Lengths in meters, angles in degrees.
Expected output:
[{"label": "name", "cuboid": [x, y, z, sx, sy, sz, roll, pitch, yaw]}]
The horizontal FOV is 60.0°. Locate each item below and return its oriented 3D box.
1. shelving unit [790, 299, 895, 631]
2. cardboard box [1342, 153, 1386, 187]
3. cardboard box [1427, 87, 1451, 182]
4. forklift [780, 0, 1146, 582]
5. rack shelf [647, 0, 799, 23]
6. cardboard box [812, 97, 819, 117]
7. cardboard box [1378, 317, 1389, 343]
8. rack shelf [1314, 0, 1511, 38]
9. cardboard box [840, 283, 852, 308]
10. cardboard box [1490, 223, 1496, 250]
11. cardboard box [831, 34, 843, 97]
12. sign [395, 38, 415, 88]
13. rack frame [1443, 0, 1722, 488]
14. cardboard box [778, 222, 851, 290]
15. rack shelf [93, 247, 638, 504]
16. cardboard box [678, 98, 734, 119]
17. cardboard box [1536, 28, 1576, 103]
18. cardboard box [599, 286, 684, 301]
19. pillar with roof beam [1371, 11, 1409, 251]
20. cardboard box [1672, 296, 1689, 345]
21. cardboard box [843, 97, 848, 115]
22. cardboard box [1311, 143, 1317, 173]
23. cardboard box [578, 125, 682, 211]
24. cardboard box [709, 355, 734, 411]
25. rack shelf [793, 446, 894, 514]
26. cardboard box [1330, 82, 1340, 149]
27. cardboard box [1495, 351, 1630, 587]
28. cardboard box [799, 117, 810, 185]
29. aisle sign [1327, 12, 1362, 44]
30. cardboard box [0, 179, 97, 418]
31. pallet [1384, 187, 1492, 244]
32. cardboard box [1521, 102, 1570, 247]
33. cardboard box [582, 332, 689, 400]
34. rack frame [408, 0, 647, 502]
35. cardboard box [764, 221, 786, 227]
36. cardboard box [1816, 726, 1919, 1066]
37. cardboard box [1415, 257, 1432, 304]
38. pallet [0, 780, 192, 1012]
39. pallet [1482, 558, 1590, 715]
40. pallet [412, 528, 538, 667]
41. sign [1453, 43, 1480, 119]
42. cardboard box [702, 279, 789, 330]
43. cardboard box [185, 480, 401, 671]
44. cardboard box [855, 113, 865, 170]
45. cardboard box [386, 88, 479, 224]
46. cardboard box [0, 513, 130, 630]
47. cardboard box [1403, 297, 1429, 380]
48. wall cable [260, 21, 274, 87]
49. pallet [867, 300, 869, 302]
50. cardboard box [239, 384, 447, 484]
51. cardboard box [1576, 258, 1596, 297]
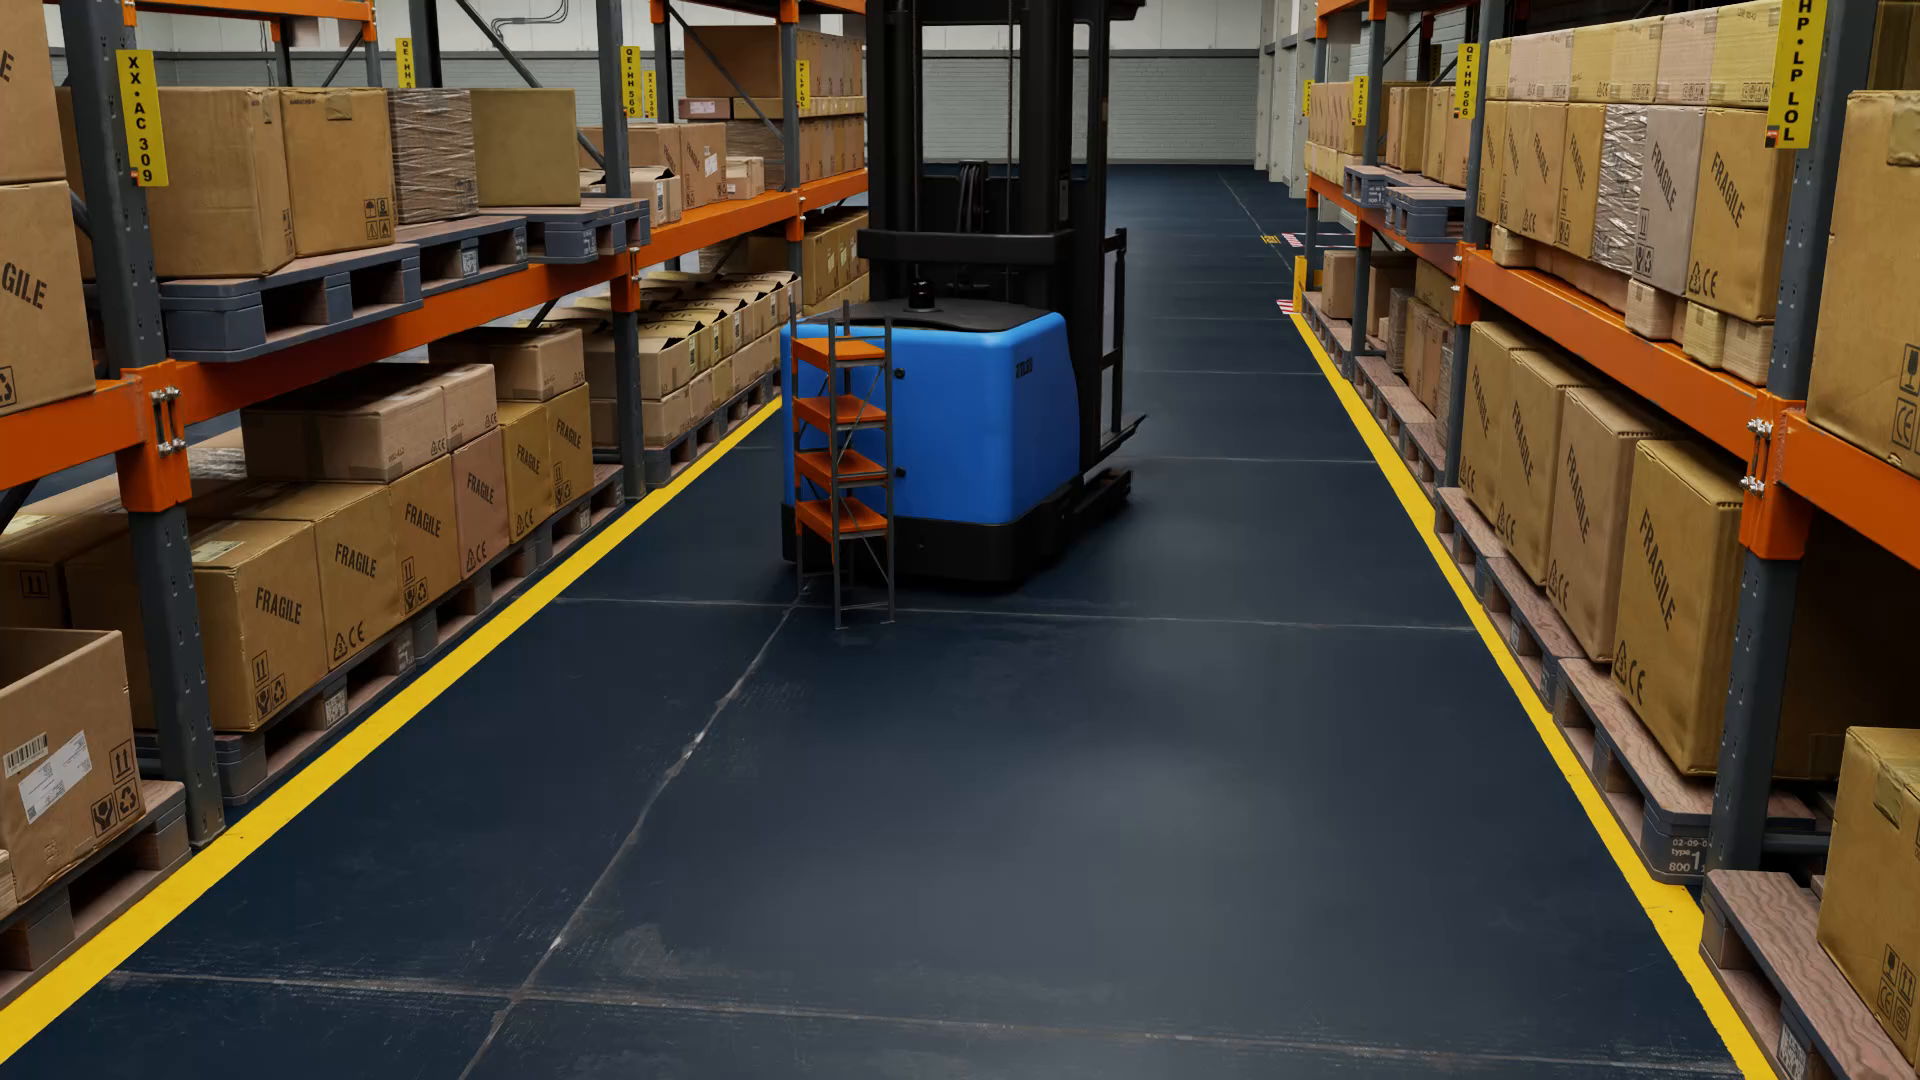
[{"label": "shelving unit", "cuboid": [-0.461, -0.304, 6.489, 0.258, 1.200, 0.503, -6, 16, -21]}, {"label": "cardboard box", "cuboid": [3.023, -2.632, 11.897, 0.500, 0.250, 0.500, 2, 15, 6]}, {"label": "cardboard box", "cuboid": [2.981, -2.232, 9.135, 0.700, 0.500, 0.500, 2, 15, 6]}, {"label": "forklift", "cuboid": [0.222, -1.584, 7.907, 1.130, 2.935, 3.031, 5, 16, 19]}, {"label": "rack shelf", "cuboid": [-1.878, -3.290, 9.713, 1.077, 0.370, 4.000, 2, 15, 6]}, {"label": "cardboard box", "cuboid": [-1.315, -3.398, 13.048, 0.380, 0.149, 0.250, 1, 15, 4]}, {"label": "cardboard box", "cuboid": [3.301, -1.547, 12.222, 0.380, 0.166, 0.250, 0, 15, -1]}, {"label": "rack shelf", "cuboid": [3.496, -4.182, 13.014, 1.077, 0.370, 4.000, 2, 15, 6]}, {"label": "cardboard box", "cuboid": [-1.175, -1.953, 13.603, 0.500, 0.250, 0.500, 2, 15, 6]}, {"label": "cardboard box", "cuboid": [2.552, -1.335, 7.296, 0.380, 0.149, 0.250, 1, 15, 5]}, {"label": "cardboard box", "cuboid": [-1.382, -4.018, 14.097, 0.700, 0.500, 0.500, 2, 15, 6]}, {"label": "sign", "cuboid": [-2.655, -2.245, 7.998, 0.100, 0.325, 0.005, 2, 15, 6]}, {"label": "rack frame", "cuboid": [2.819, -1.525, 7.556, 1.000, 3.000, 0.127, 2, 15, 6]}, {"label": "cardboard box", "cuboid": [-1.176, -2.315, 13.505, 0.500, 0.500, 0.500, 2, 15, 6]}, {"label": "rack shelf", "cuboid": [-2.329, -0.804, 6.268, 1.077, 0.370, 4.000, 2, 15, 6]}, {"label": "cardboard box", "cuboid": [-1.834, -3.146, 12.115, 0.380, 0.149, 0.250, 2, 15, 6]}, {"label": "cardboard box", "cuboid": [2.399, -1.709, 6.001, 0.500, 0.250, 0.500, 2, 15, 7]}, {"label": "cardboard box", "cuboid": [-2.065, -1.490, 10.814, 0.500, 0.311, 0.500, 1, 15, 4]}, {"label": "pillar with roof beam", "cuboid": [0.902, -7.972, 19.905, 9.100, 9.000, 0.400, 2, 15, 6]}, {"label": "cardboard box", "cuboid": [2.204, -0.604, 4.593, 0.380, 0.149, 0.250, 2, 15, 8]}, {"label": "cardboard box", "cuboid": [-1.171, -3.734, 14.291, 0.380, 0.149, 0.250, 2, 15, 8]}, {"label": "cardboard box", "cuboid": [3.307, -3.285, 14.313, 0.500, 0.250, 0.500, 1, 15, 5]}, {"label": "cardboard box", "cuboid": [-1.930, -2.154, 9.690, 0.500, 0.500, 0.500, 1, 15, 3]}, {"label": "cardboard box", "cuboid": [-1.644, -0.938, 9.848, 0.500, 0.250, 0.500, 1, 15, 5]}, {"label": "rack shelf", "cuboid": [-0.461, -0.239, 6.506, 0.258, 0.148, 0.480, -6, 16, -21]}, {"label": "cardboard box", "cuboid": [3.135, -3.254, 12.760, 0.500, 0.500, 0.500, 1, 15, 5]}, {"label": "cardboard box", "cuboid": [2.501, -0.276, 6.251, 0.750, 0.750, 0.750, 2, 15, 6]}, {"label": "cardboard box", "cuboid": [-1.555, -3.008, 12.849, 0.700, 0.500, 0.500, 2, 15, 6]}, {"label": "aisle sign", "cuboid": [3.432, -4.883, 14.992, 0.394, 0.787, 0.004, 2, 15, 6]}, {"label": "cardboard box", "cuboid": [-2.356, -0.544, 3.735, 0.500, 0.500, 0.500, 2, 15, 7]}, {"label": "pallet", "cuboid": [2.794, -1.621, 8.276, 1.213, 0.211, 1.003, 2, 15, 6]}, {"label": "cardboard box", "cuboid": [2.385, -1.344, 6.086, 0.500, 0.500, 0.500, 2, 15, 6]}, {"label": "cardboard box", "cuboid": [-1.752, -0.943, 8.793, 0.500, 0.311, 0.500, 2, 15, 8]}, {"label": "rack frame", "cuboid": [-2.103, -1.670, 8.092, 1.000, 3.000, 0.127, 2, 15, 6]}, {"label": "cardboard box", "cuboid": [-1.696, -2.331, 13.562, 0.500, 0.500, 0.500, 2, 15, 6]}, {"label": "cardboard box", "cuboid": [2.181, 0.707, 3.285, 0.700, 0.500, 0.500, 2, 15, 7]}, {"label": "cardboard box", "cuboid": [3.158, -1.625, 10.433, 0.500, 0.250, 0.500, 1, 15, 5]}, {"label": "pallet", "cuboid": [-2.633, 0.892, 3.961, 1.003, 0.211, 1.213, 2, 15, 6]}, {"label": "pallet", "cuboid": [2.515, 0.339, 6.005, 1.003, 0.211, 1.213, 2, 15, 6]}, {"label": "pallet", "cuboid": [-2.365, 0.184, 6.577, 1.003, 0.211, 1.213, 2, 15, 6]}, {"label": "sign", "cuboid": [2.279, -2.059, 7.465, 0.100, 0.325, 0.005, 2, 15, 6]}, {"label": "cardboard box", "cuboid": [-1.465, -1.605, 11.240, 0.500, 0.311, 0.500, 2, 15, 8]}, {"label": "cardboard box", "cuboid": [-2.209, 0.105, 5.475, 0.500, 0.500, 0.500, 2, 15, 7]}, {"label": "cardboard box", "cuboid": [-1.266, -3.673, 15.306, 0.700, 0.500, 0.500, 2, 15, 6]}, {"label": "cardboard box", "cuboid": [-2.355, -1.523, 6.552, 0.700, 0.500, 0.500, 5, 16, 17]}, {"label": "cardboard box", "cuboid": [-2.784, 0.225, 5.029, 0.500, 0.500, 0.500, 2, 15, 6]}, {"label": "cardboard box", "cuboid": [3.195, -1.242, 10.453, 0.700, 0.500, 0.500, 1, 15, 5]}, {"label": "wall cable", "cuboid": [-21.765, -14.224, 48.974, 3.097, 2.526, 0.112, 2, 15, 6]}, {"label": "pallet", "cuboid": [-1.245, -2.199, 15.391, 1.003, 0.211, 1.213, 2, 15, 6]}, {"label": "cardboard box", "cuboid": [-2.145, -0.378, 5.823, 0.500, 0.250, 0.500, 2, 15, 6]}, {"label": "cardboard box", "cuboid": [2.389, -0.937, 5.823, 0.380, 0.149, 0.250, 2, 15, 7]}]
